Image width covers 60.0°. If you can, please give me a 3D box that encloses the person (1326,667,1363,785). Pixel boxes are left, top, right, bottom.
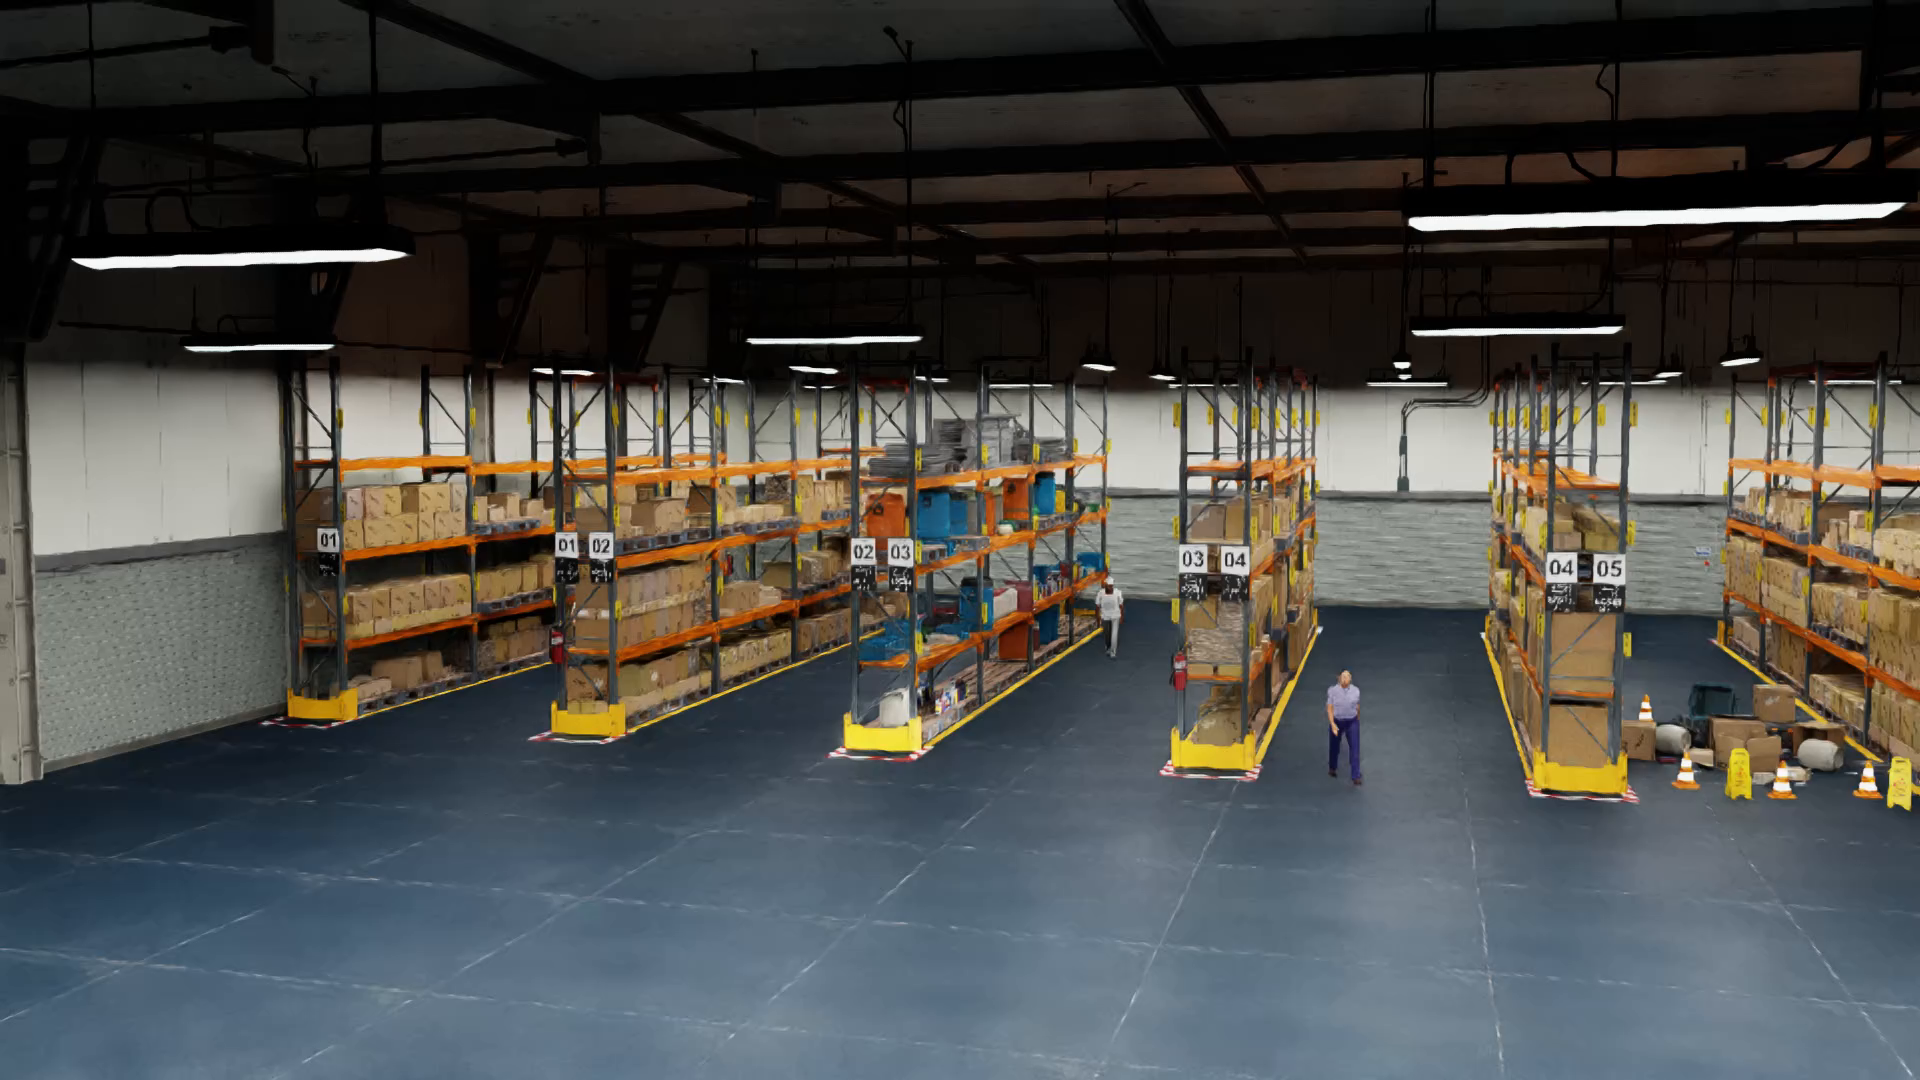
[{"bbox_3d":[5.257,2.534,22.821,0.477,1.563,0.999,0,4,6],"label":"person"}]

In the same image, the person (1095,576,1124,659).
[{"bbox_3d":[3.106,1.594,34.690,0.583,1.686,1.103,1,4,14],"label":"person"}]

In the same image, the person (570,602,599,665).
[{"bbox_3d":[-7.449,1.753,33.314,0.656,1.597,0.818,0,4,-1],"label":"person"}]
